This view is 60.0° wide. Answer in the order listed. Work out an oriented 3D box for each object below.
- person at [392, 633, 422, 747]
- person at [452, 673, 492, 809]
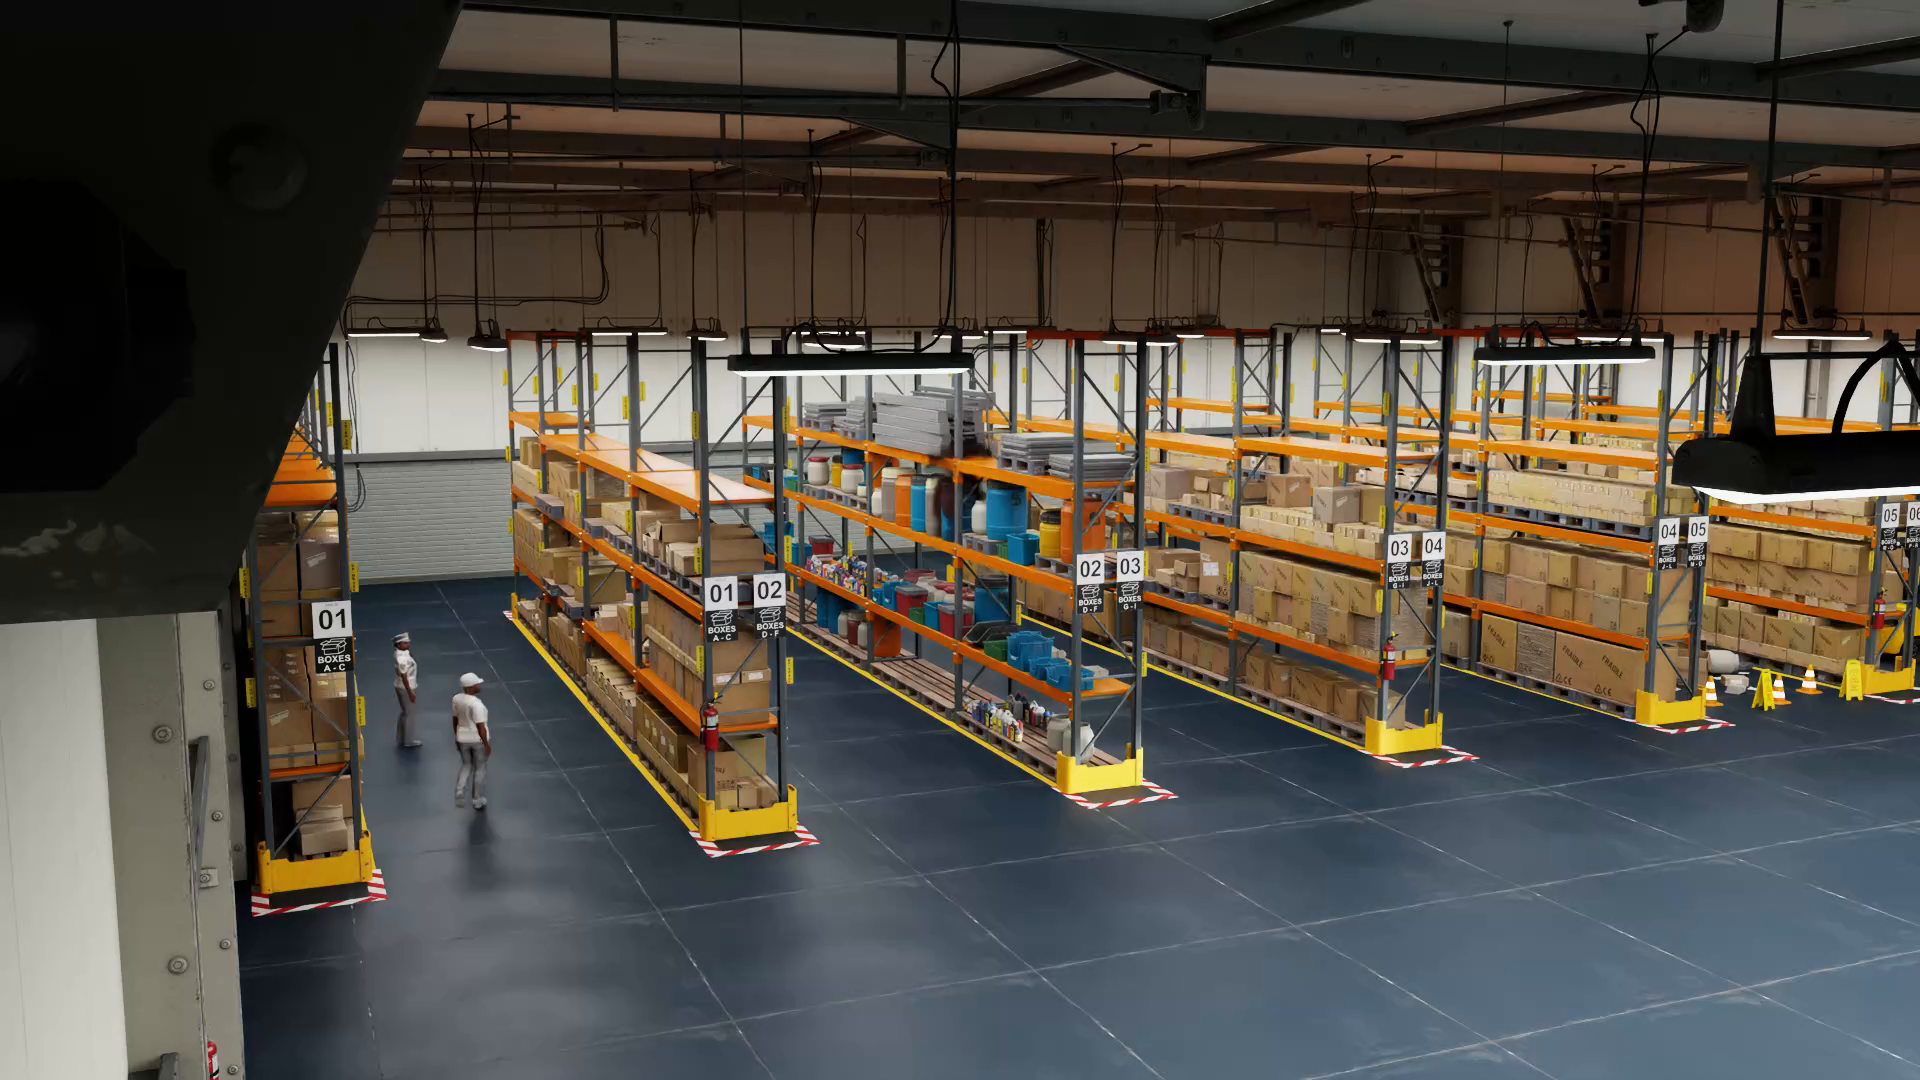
[{"bbox_3d":[-8.107,2.200,24.387,0.375,1.731,0.509,-5,9,-35],"label":"person"},{"bbox_3d":[-6.252,2.562,21.253,0.562,1.758,0.499,1,8,11],"label":"person"}]
